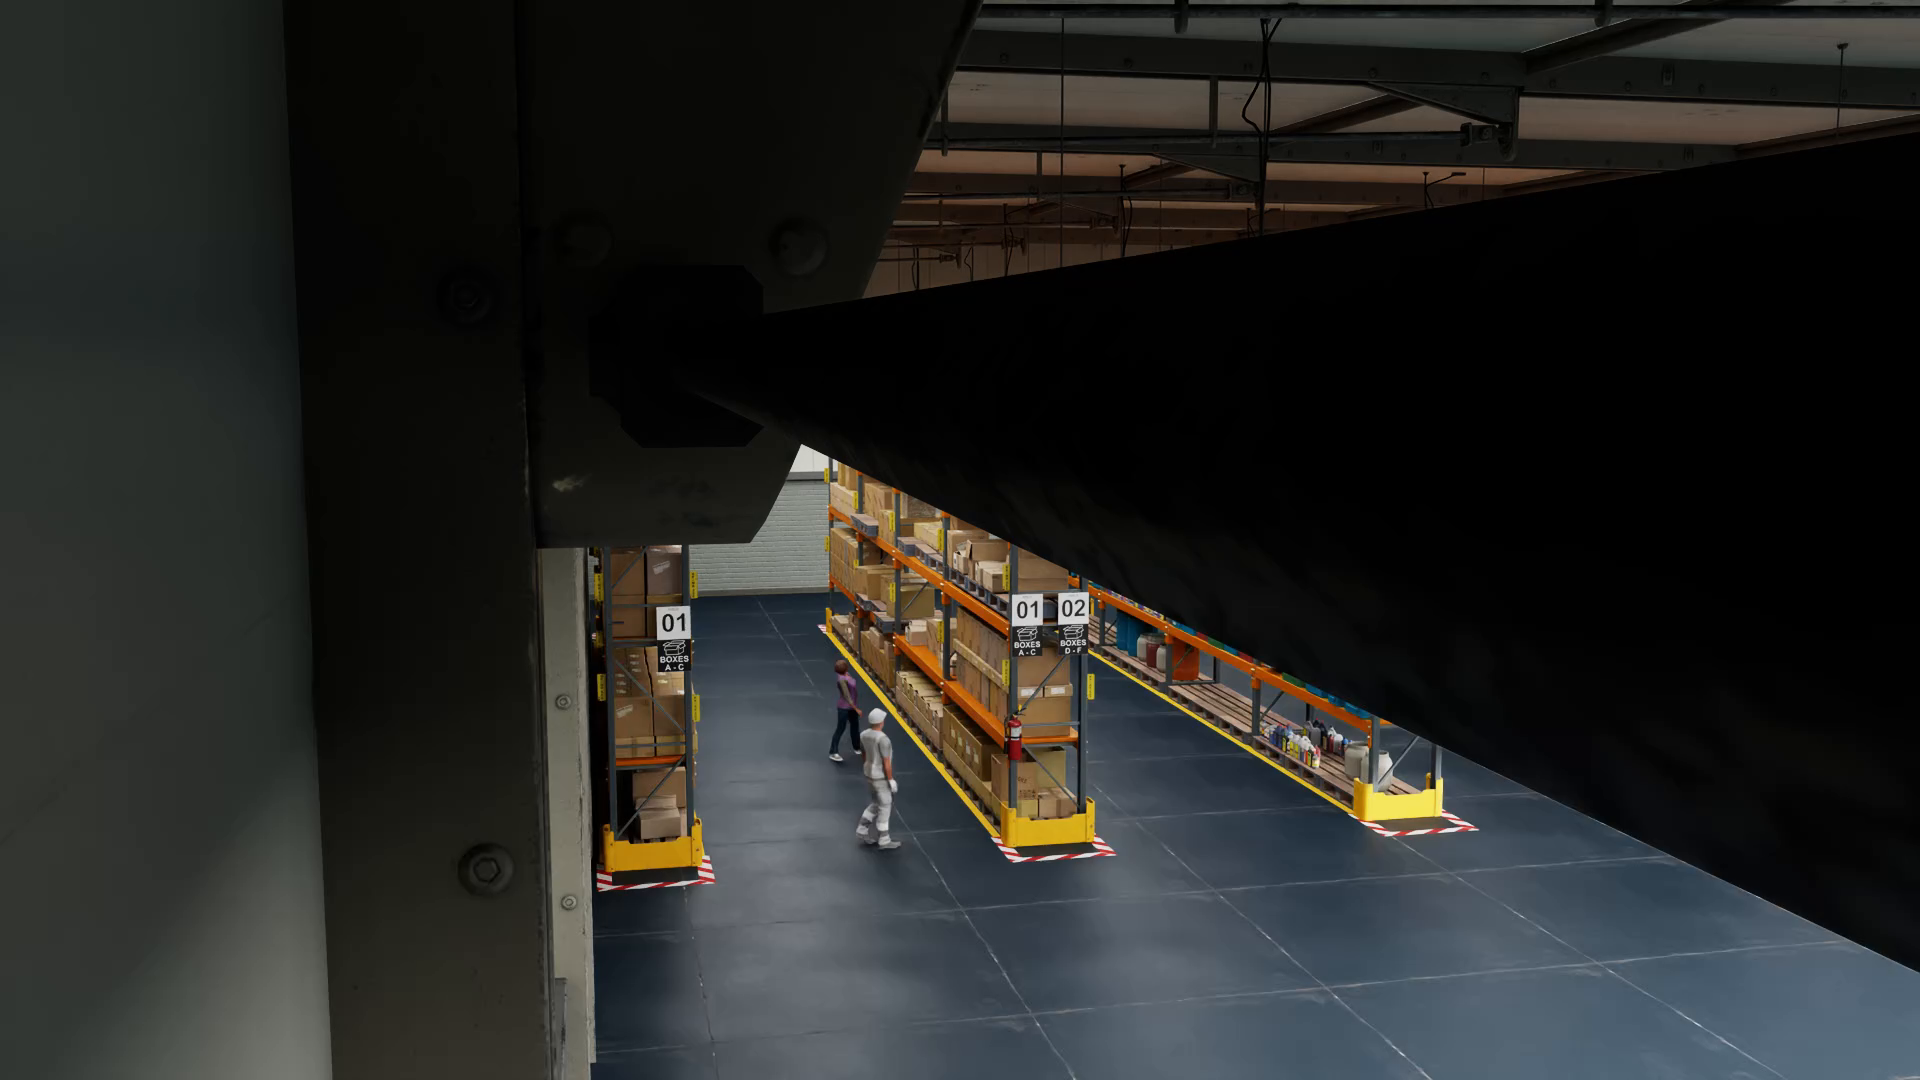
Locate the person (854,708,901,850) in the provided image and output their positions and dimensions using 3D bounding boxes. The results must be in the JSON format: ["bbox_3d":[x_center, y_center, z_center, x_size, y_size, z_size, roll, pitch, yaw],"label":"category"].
[{"bbox_3d":[-1.021,2.978,20.869,0.500,1.793,0.626,-4,8,-28],"label":"person"}]

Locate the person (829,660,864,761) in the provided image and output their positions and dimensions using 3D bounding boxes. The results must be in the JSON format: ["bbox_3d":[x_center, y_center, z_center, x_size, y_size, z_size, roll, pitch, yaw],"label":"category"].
[{"bbox_3d":[-1.688,2.567,25.343,0.569,1.570,0.589,1,7,12],"label":"person"}]
